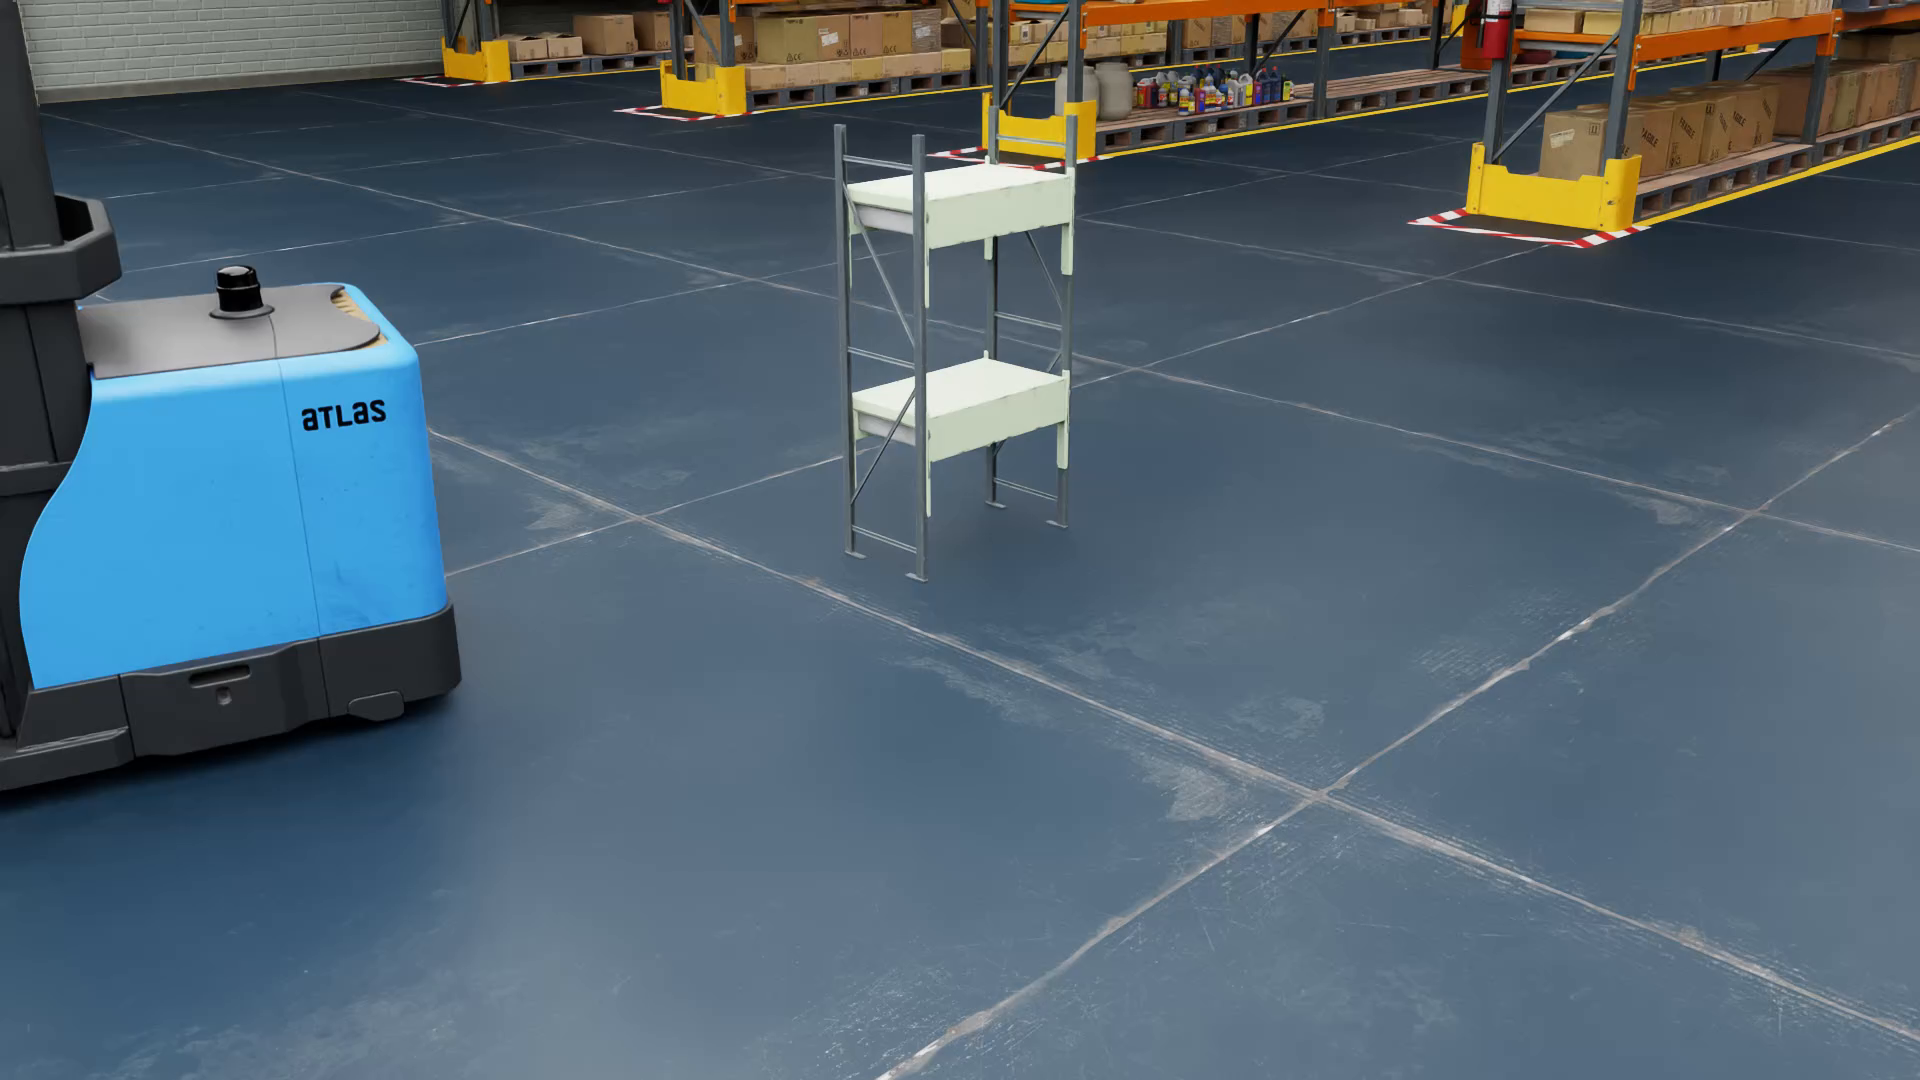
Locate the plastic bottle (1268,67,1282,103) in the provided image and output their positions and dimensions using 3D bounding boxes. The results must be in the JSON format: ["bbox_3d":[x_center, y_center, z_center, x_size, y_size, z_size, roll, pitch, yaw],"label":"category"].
[{"bbox_3d":[3.250,-4.734,17.289,0.144,0.351,0.185,18,28,39],"label":"plastic bottle"}]

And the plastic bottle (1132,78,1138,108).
[{"bbox_3d":[1.738,-4.528,16.848,0.133,0.283,0.061,-19,28,-41],"label":"plastic bottle"}]

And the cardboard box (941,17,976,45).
[{"bbox_3d":[0.023,-6.593,21.514,0.500,0.311,0.500,19,28,41],"label":"cardboard box"}]

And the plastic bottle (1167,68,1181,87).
[{"bbox_3d":[2.204,-4.710,17.227,0.144,0.351,0.185,19,28,40],"label":"plastic bottle"}]

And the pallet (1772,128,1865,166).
[{"bbox_3d":[7.583,-3.662,15.307,1.003,0.211,1.213,19,28,41],"label":"pallet"}]

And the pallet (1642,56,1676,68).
[{"bbox_3d":[9.558,-6.956,23.878,1.003,0.211,1.213,19,28,41],"label":"pallet"}]

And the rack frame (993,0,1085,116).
[{"bbox_3d":[0.702,-4.974,14.836,1.000,3.000,0.127,19,28,41],"label":"rack frame"}]

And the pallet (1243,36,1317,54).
[{"bbox_3d":[4.987,-7.779,26.021,1.003,0.211,1.213,19,28,41],"label":"pallet"}]

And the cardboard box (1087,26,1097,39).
[{"bbox_3d":[1.484,-6.857,22.199,0.500,0.311,0.500,-19,28,-41],"label":"cardboard box"}]

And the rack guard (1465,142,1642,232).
[{"bbox_3d":[4.304,-2.587,12.110,1.175,0.500,0.348,19,28,41],"label":"rack guard"}]

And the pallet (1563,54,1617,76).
[{"bbox_3d":[8.505,-6.569,22.872,1.003,0.211,1.213,19,28,41],"label":"pallet"}]

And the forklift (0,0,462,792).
[{"bbox_3d":[-2.989,-0.782,4.025,3.031,2.935,1.130,-11,24,-26],"label":"forklift"}]

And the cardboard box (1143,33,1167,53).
[{"bbox_3d":[2.544,-6.988,23.321,0.500,0.250,0.500,-19,28,-41],"label":"cardboard box"}]

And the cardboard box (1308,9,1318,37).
[{"bbox_3d":[5.388,-8.140,25.942,0.500,0.500,0.500,19,28,40],"label":"cardboard box"}]

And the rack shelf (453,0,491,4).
[{"bbox_3d":[-5.001,-7.632,22.753,1.077,0.370,4.000,19,28,41],"label":"rack shelf"}]

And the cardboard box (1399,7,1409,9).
[{"bbox_3d":[7.386,-9.053,28.665,0.500,0.250,0.500,19,28,41],"label":"cardboard box"}]

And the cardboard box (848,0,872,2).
[{"bbox_3d":[-1.723,-8.570,26.016,0.500,0.250,0.500,-20,28,-41],"label":"cardboard box"}]

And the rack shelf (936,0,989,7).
[{"bbox_3d":[1.341,-7.422,22.205,1.077,0.370,4.000,19,28,41],"label":"rack shelf"}]

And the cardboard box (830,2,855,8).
[{"bbox_3d":[-2.049,-8.113,25.871,0.700,0.500,0.500,19,28,40],"label":"cardboard box"}]

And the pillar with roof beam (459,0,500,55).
[{"bbox_3d":[-3.443,-9.573,18.439,9.100,9.000,0.400,19,28,41],"label":"pillar with roof beam"}]

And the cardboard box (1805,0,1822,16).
[{"bbox_3d":[6.921,-4.455,13.834,0.380,0.149,0.250,19,28,41],"label":"cardboard box"}]

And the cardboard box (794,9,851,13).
[{"bbox_3d":[-1.647,-6.079,19.911,0.500,0.500,0.500,19,28,41],"label":"cardboard box"}]

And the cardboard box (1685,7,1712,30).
[{"bbox_3d":[5.333,-3.883,12.346,0.380,0.149,0.250,19,28,41],"label":"cardboard box"}]

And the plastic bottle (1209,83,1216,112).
[{"bbox_3d":[2.499,-4.408,16.552,0.097,0.271,0.097,0,21,0],"label":"plastic bottle"}]

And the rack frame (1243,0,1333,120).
[{"bbox_3d":[3.492,-6.003,17.511,1.000,3.000,0.127,19,28,41],"label":"rack frame"}]

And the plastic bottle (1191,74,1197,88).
[{"bbox_3d":[2.425,-4.735,17.403,0.097,0.271,0.097,0,21,0],"label":"plastic bottle"}]

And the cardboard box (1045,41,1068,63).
[{"bbox_3d":[1.122,-6.462,21.954,0.500,0.250,0.500,18,28,39],"label":"cardboard box"}]

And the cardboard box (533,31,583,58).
[{"bbox_3d":[-5.451,-6.706,22.476,0.500,0.311,0.500,-17,27,-38],"label":"cardboard box"}]

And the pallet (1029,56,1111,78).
[{"bbox_3d":[1.283,-6.456,22.577,1.003,0.211,1.213,19,28,41],"label":"pallet"}]

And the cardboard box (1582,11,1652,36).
[{"bbox_3d":[4.620,-3.631,11.691,0.380,0.149,0.250,19,28,41],"label":"cardboard box"}]

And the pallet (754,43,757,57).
[{"bbox_3d":[-3.064,-7.381,24.984,1.003,0.211,1.213,19,28,41],"label":"pallet"}]

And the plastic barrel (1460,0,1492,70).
[{"bbox_3d":[6.612,-6.344,20.838,0.600,0.830,0.708,19,28,41],"label":"plastic barrel"}]

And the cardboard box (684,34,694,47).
[{"bbox_3d":[-3.957,-7.220,24.014,0.380,0.166,0.250,15,26,34],"label":"cardboard box"}]

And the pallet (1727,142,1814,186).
[{"bbox_3d":[6.598,-3.280,14.314,1.003,0.211,1.213,19,28,41],"label":"pallet"}]

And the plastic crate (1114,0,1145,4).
[{"bbox_3d":[1.557,-5.001,15.272,0.298,0.136,0.250,19,28,41],"label":"plastic crate"}]

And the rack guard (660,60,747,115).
[{"bbox_3d":[-2.861,-5.042,18.496,1.175,0.500,0.348,19,28,41],"label":"rack guard"}]

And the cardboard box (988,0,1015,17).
[{"bbox_3d":[0.407,-9.083,27.935,0.750,0.750,0.750,19,28,40],"label":"cardboard box"}]

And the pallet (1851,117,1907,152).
[{"bbox_3d":[8.434,-3.977,16.127,1.003,0.211,1.213,19,28,41],"label":"pallet"}]

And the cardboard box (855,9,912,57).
[{"bbox_3d":[-0.924,-6.077,19.906,0.500,0.500,0.500,19,28,41],"label":"cardboard box"}]

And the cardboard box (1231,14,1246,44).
[{"bbox_3d":[3.973,-7.619,24.588,0.500,0.500,0.500,19,28,40],"label":"cardboard box"}]

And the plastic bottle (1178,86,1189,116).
[{"bbox_3d":[2.190,-4.294,16.256,0.097,0.271,0.097,0,21,0],"label":"plastic bottle"}]

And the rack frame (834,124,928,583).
[{"bbox_3d":[-0.260,-0.604,5.556,0.400,1.500,0.023,19,28,41],"label":"rack frame"}]

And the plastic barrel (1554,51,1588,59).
[{"bbox_3d":[8.188,-6.958,22.336,0.600,0.901,0.708,19,28,41],"label":"plastic barrel"}]

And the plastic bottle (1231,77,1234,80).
[{"bbox_3d":[2.799,-4.589,17.006,0.061,0.283,0.133,19,28,41],"label":"plastic bottle"}]

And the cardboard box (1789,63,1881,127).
[{"bbox_3d":[8.221,-4.216,15.733,0.700,0.500,0.500,16,26,36],"label":"cardboard box"}]

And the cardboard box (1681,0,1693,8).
[{"bbox_3d":[4.917,-4.213,12.302,0.875,0.500,0.500,19,28,41],"label":"cardboard box"}]

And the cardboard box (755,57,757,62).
[{"bbox_3d":[-2.342,-5.471,19.375,0.500,0.250,0.500,19,28,41],"label":"cardboard box"}]

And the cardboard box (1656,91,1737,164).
[{"bbox_3d":[5.963,-3.371,13.563,0.500,0.500,0.500,16,26,36],"label":"cardboard box"}]

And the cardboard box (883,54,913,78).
[{"bbox_3d":[-0.915,-5.724,20.032,0.500,0.250,0.500,19,28,41],"label":"cardboard box"}]

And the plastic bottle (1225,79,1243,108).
[{"bbox_3d":[2.774,-4.526,16.852,0.135,0.276,0.152,-20,28,-41],"label":"plastic bottle"}]

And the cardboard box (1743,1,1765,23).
[{"bbox_3d":[6.045,-4.135,13.002,0.380,0.149,0.250,19,28,41],"label":"cardboard box"}]

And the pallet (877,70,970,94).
[{"bbox_3d":[-0.639,-5.748,20.734,1.003,0.211,1.213,19,28,41],"label":"pallet"}]

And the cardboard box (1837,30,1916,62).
[{"bbox_3d":[9.023,-4.861,16.367,0.500,0.250,0.500,-16,26,-36],"label":"cardboard box"}]

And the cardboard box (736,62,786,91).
[{"bbox_3d":[-2.311,-5.210,18.695,0.500,0.250,0.500,19,28,41],"label":"cardboard box"}]

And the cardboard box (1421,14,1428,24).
[{"bbox_3d":[7.767,-8.928,28.457,0.380,0.166,0.250,19,28,41],"label":"cardboard box"}]

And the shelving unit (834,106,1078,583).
[{"bbox_3d":[-0.005,-0.698,5.801,0.431,1.500,0.755,19,28,41],"label":"shelving unit"}]

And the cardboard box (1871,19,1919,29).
[{"bbox_3d":[10.328,-5.168,17.714,1.225,0.875,0.875,18,27,38],"label":"cardboard box"}]

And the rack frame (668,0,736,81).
[{"bbox_3d":[-2.844,-6.215,18.063,1.000,3.000,0.127,19,28,41],"label":"rack frame"}]
